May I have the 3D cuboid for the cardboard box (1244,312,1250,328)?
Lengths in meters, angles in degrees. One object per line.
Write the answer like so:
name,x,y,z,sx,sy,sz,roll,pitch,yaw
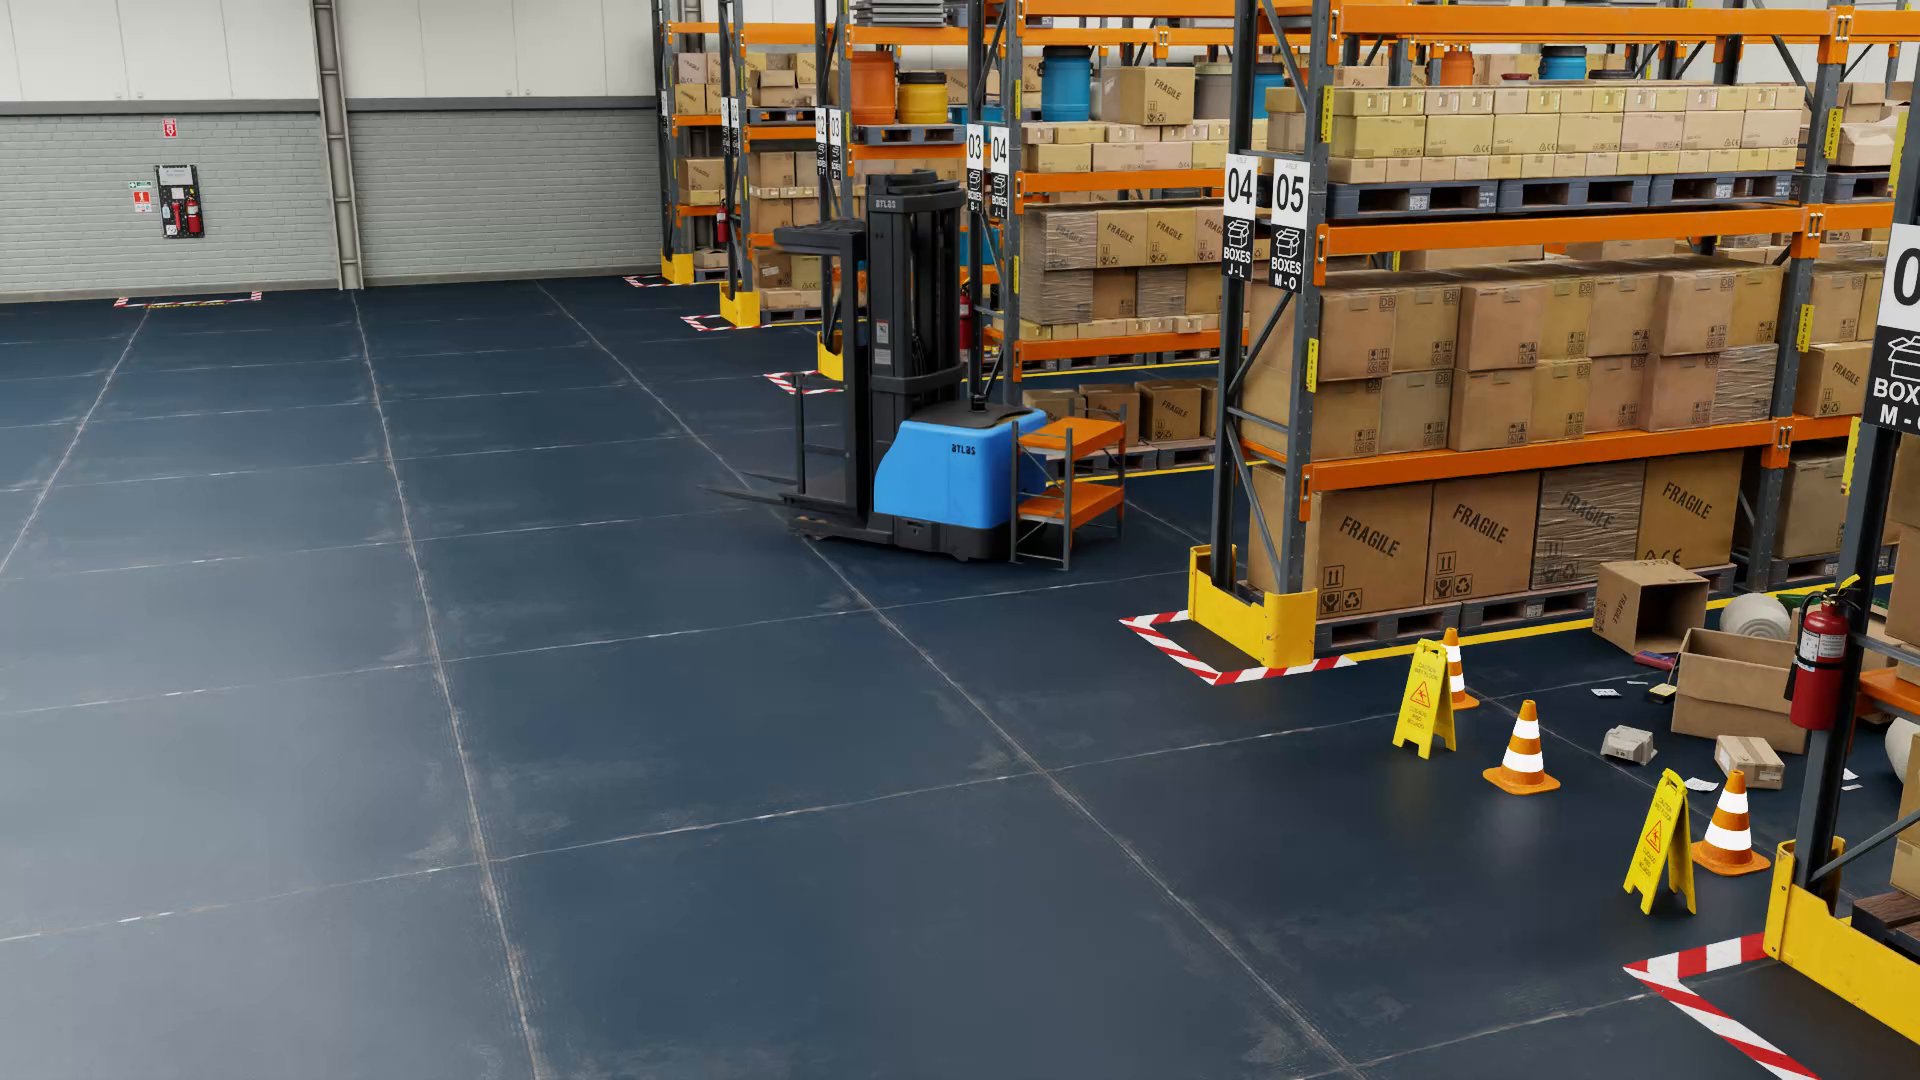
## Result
cardboard box,2.757,-2.158,16.071,0.250,0.149,0.380,-6,17,-20

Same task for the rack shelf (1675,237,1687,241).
rack shelf,11.604,-4.457,24.729,4.000,0.370,1.077,-6,17,-20

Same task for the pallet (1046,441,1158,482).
pallet,1.145,-0.830,16.050,1.213,0.211,1.003,-6,17,-20

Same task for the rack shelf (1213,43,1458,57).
rack shelf,6.099,-8.044,27.006,4.000,0.370,1.077,-6,17,-20

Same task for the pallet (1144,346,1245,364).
pallet,2.985,-2.546,21.892,1.213,0.211,1.003,-6,17,-20

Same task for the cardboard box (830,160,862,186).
cardboard box,-1.789,-5.519,24.590,0.500,0.500,0.700,-6,17,-20

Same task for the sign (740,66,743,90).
sign,-3.045,-6.444,23.204,0.005,0.325,0.100,-6,17,-20

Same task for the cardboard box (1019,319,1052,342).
cardboard box,0.654,-1.933,15.303,0.250,0.149,0.380,-6,17,-20

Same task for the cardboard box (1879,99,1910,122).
cardboard box,10.452,-4.809,18.739,0.500,0.311,0.500,-7,18,-22

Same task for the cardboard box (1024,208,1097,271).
cardboard box,0.914,-2.742,15.132,0.500,0.500,0.500,-6,17,-20

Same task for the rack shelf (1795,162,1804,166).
rack shelf,9.641,-4.190,18.496,4.000,0.370,1.077,-6,17,-20

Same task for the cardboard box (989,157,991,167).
cardboard box,0.336,-6.831,30.579,0.500,0.500,0.700,-4,17,-12

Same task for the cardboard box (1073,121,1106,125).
cardboard box,1.178,-3.840,15.585,0.250,0.149,0.380,-6,17,-20

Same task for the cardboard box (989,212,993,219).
cardboard box,0.297,-5.950,30.859,0.500,0.250,0.500,-7,18,-22

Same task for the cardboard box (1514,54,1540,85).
cardboard box,9.390,-7.995,28.226,0.500,0.500,0.700,-6,17,-20

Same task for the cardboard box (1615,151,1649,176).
cardboard box,4.304,-2.494,10.968,0.250,0.149,0.380,-6,18,-21

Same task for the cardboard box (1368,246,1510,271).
cardboard box,4.830,-3.024,16.761,1.000,1.000,1.000,-6,17,-20

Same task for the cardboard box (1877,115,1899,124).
cardboard box,7.276,-3.056,12.594,0.500,0.311,0.500,-7,18,-22

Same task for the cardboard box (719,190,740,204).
cardboard box,-3.965,-5.957,28.790,0.500,0.250,0.500,-7,18,-22

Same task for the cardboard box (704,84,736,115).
cardboard box,-4.099,-7.507,28.301,0.500,0.500,0.500,-5,17,-16

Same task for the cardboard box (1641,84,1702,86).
cardboard box,5.019,-3.153,11.797,0.250,0.149,0.380,-6,18,-21

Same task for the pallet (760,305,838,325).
pallet,-2.539,-3.445,24.954,1.213,0.211,1.003,-6,17,-20

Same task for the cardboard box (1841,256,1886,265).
cardboard box,7.131,-1.858,12.651,0.500,0.500,0.700,-6,17,-20

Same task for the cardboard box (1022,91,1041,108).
cardboard box,1.075,-6.726,25.376,0.500,0.250,0.500,-4,17,-14

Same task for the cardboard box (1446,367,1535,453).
cardboard box,3.387,-0.978,11.340,0.550,0.550,0.875,-6,17,-20

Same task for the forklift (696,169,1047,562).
forklift,-0.817,-1.523,13.581,3.031,2.935,1.130,9,19,29

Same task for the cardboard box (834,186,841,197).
cardboard box,-1.832,-5.141,24.453,0.250,0.149,0.380,-7,18,-22

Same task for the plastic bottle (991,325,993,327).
plastic bottle,0.372,-2.589,21.132,0.133,0.283,0.061,-6,17,-20

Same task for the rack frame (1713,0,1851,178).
rack frame,5.718,-4.054,11.433,0.127,3.000,1.000,-6,17,-20

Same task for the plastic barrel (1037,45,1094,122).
plastic barrel,1.298,-5.603,20.397,0.708,0.901,0.600,-6,17,-20

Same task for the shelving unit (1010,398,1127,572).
shelving unit,0.866,-0.459,13.165,0.538,1.125,1.048,9,19,28

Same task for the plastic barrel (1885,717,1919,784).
plastic barrel,5.236,1.149,8.934,0.421,0.421,0.512,6,17,18

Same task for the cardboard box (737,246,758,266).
cardboard box,-3.804,-5.022,29.367,0.500,0.311,0.500,-5,17,-15

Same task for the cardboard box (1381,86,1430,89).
cardboard box,2.891,-2.924,11.015,0.250,0.149,0.380,-6,17,-19

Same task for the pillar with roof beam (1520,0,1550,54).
pillar with roof beam,13.678,-9.856,31.191,0.400,9.000,9.100,-6,17,-20

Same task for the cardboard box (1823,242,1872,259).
cardboard box,9.750,-3.075,18.567,0.500,0.500,0.500,-6,17,-20

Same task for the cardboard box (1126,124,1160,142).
cardboard box,1.619,-3.704,15.122,0.250,0.149,0.380,-6,17,-20

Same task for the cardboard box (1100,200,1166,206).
cardboard box,1.661,-2.980,15.943,0.500,0.500,0.500,-6,17,-20

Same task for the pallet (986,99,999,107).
pallet,0.303,-7.889,30.150,1.003,0.211,1.213,-6,17,-20

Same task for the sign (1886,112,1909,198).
sign,3.669,-1.492,6.462,0.005,0.325,0.100,-6,17,-20

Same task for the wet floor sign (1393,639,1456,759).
wet floor sign,2.665,0.881,9.453,0.232,0.644,0.267,-10,19,-30

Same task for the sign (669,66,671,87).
sign,-4.820,-7.713,27.666,0.005,0.325,0.100,-6,17,-20

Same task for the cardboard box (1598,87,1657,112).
cardboard box,4.312,-2.879,10.862,0.250,0.149,0.380,-6,18,-21

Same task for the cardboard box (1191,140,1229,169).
cardboard box,2.273,-3.592,15.449,0.500,0.250,0.500,-6,17,-18

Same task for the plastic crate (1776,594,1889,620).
plastic crate,6.025,0.508,11.433,0.662,0.188,0.450,3,7,9

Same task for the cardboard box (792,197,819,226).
cardboard box,-2.309,-4.840,24.580,0.500,0.500,0.700,-6,17,-19

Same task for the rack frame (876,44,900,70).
rack frame,-1.279,-9.279,29.226,0.127,3.000,1.000,-6,17,-20

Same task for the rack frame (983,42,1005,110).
rack frame,0.497,-7.976,24.789,0.127,3.000,1.000,-6,17,-20

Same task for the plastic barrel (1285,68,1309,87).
plastic barrel,4.546,-5.751,21.773,0.708,0.830,0.600,-6,17,-20

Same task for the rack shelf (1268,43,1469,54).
rack shelf,8.059,-9.750,32.817,4.000,0.370,1.077,-6,17,-20

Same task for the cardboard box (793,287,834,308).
cardboard box,-2.193,-3.624,24.749,0.500,0.250,0.500,-6,17,-20

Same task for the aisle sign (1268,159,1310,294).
aisle sign,2.024,-1.934,10.246,0.004,0.787,0.394,-6,17,-20

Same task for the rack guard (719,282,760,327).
rack guard,-3.261,-3.493,24.605,0.348,0.500,1.175,-6,17,-20

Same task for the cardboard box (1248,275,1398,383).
cardboard box,2.344,-1.390,10.825,0.550,0.550,0.875,-6,17,-20

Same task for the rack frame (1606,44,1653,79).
rack frame,11.702,-9.186,28.909,0.127,3.000,1.000,-6,17,-20

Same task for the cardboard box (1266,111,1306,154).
cardboard box,2.340,-2.655,10.807,0.500,0.250,0.500,-6,17,-19
